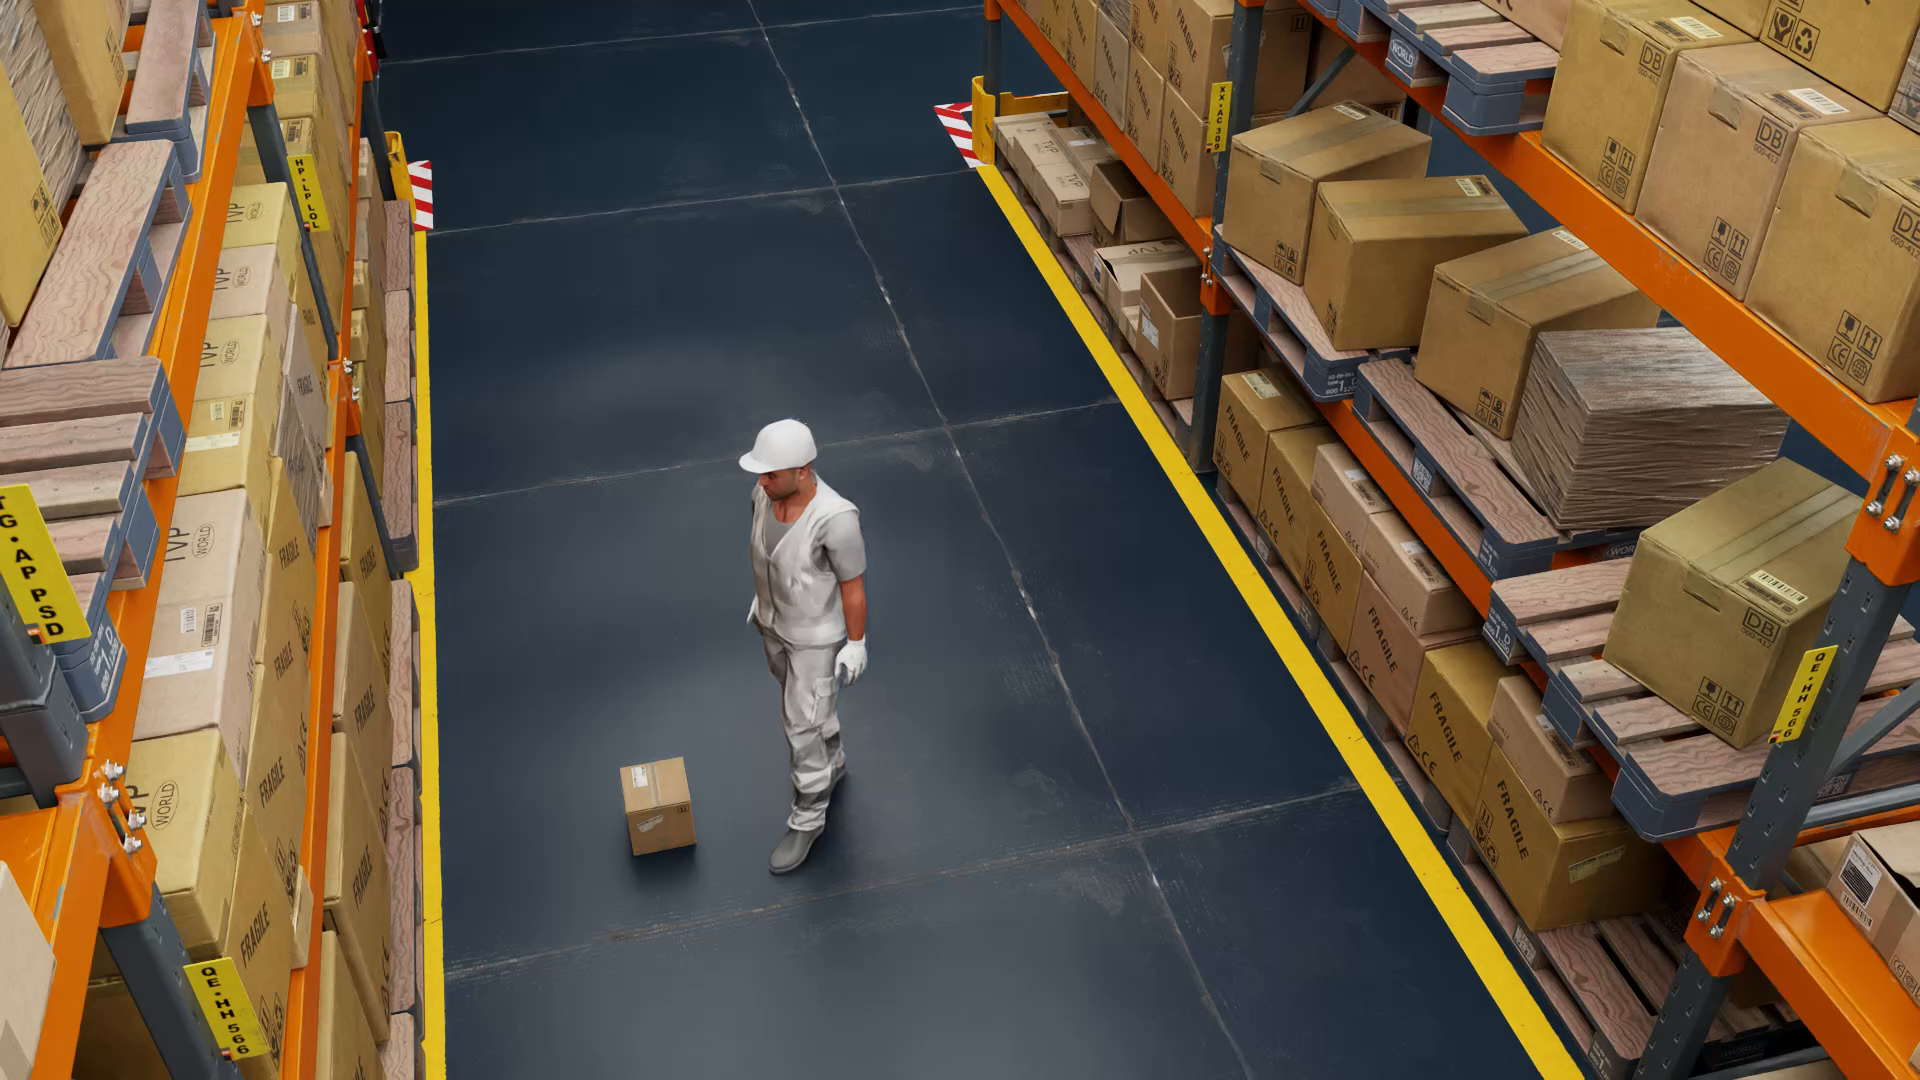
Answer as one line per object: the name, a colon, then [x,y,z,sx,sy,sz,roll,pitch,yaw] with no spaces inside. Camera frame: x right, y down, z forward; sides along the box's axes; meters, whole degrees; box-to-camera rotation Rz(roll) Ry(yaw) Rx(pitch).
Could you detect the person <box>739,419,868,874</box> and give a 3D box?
person: [-0.676,0.375,6.206,0.572,1.786,0.587,31,47,34]
